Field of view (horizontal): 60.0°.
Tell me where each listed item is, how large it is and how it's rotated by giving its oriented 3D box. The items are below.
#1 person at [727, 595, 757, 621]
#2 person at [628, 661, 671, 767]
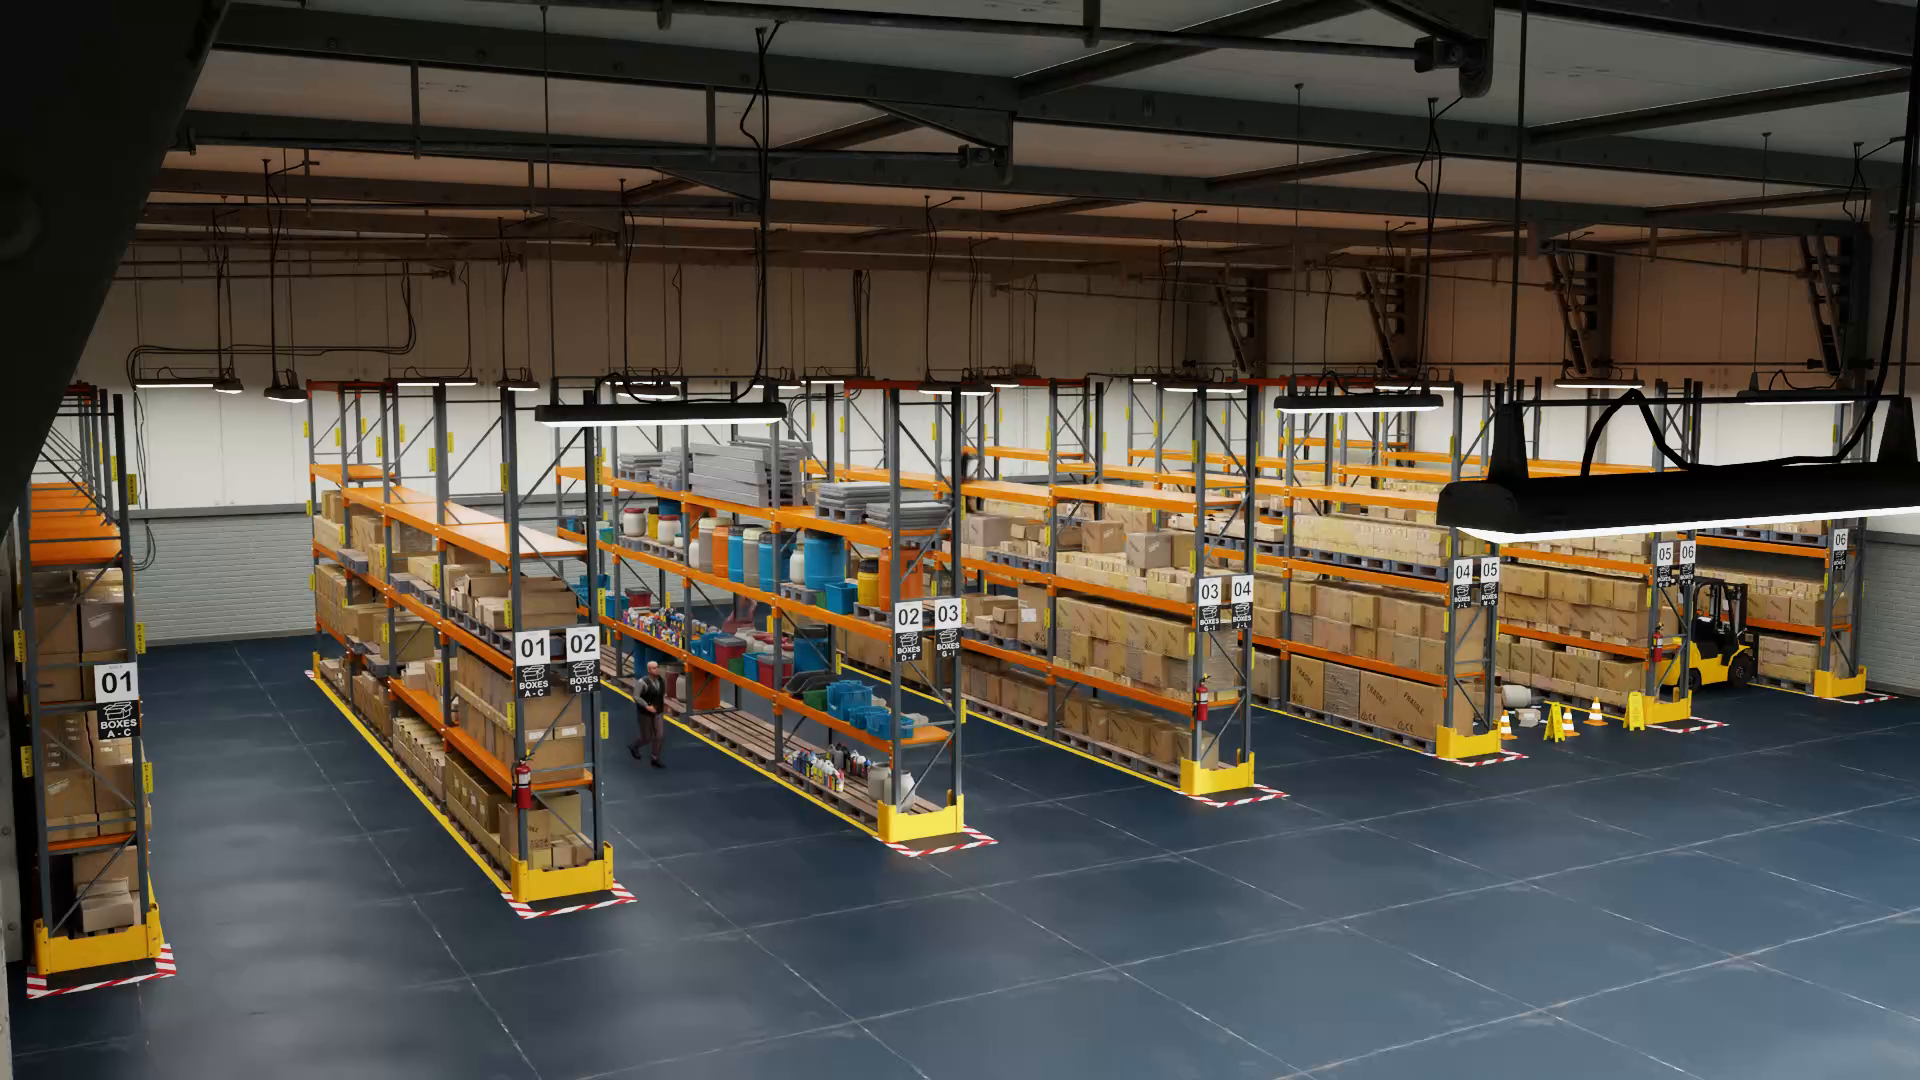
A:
[{"bbox_3d":[-5.151,1.354,39.542,0.879,1.660,0.607,0,6,-4],"label":"person"},{"bbox_3d":[-4.937,2.719,26.213,0.797,1.680,0.656,6,8,44],"label":"person"}]
